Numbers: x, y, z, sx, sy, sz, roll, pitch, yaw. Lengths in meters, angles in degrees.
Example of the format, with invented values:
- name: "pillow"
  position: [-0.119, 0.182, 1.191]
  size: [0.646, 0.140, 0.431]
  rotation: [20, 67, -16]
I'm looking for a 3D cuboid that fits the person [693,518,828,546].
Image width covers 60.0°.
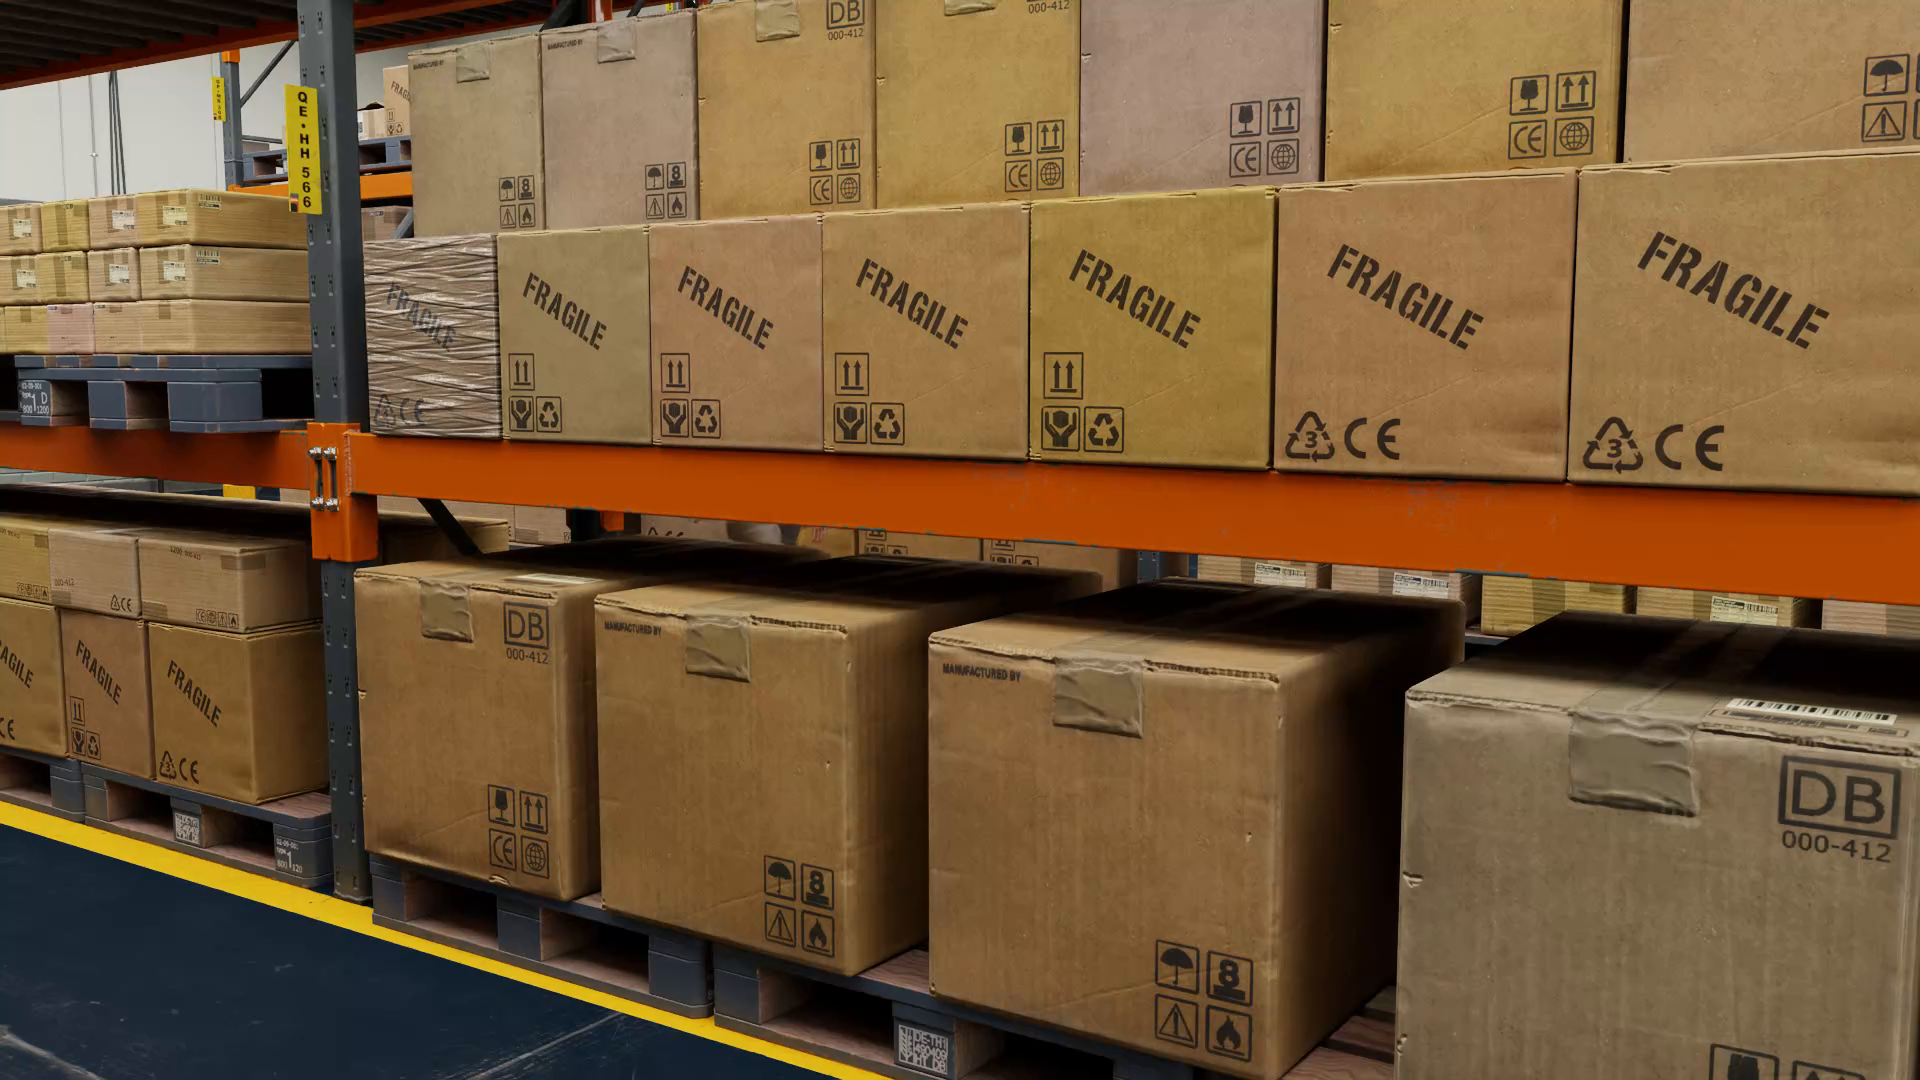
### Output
- name: "person"
  position: [-0.918, -0.186, 7.487]
  size: [0.544, 1.662, 1.071]
  rotation: [-5, 8, -40]
